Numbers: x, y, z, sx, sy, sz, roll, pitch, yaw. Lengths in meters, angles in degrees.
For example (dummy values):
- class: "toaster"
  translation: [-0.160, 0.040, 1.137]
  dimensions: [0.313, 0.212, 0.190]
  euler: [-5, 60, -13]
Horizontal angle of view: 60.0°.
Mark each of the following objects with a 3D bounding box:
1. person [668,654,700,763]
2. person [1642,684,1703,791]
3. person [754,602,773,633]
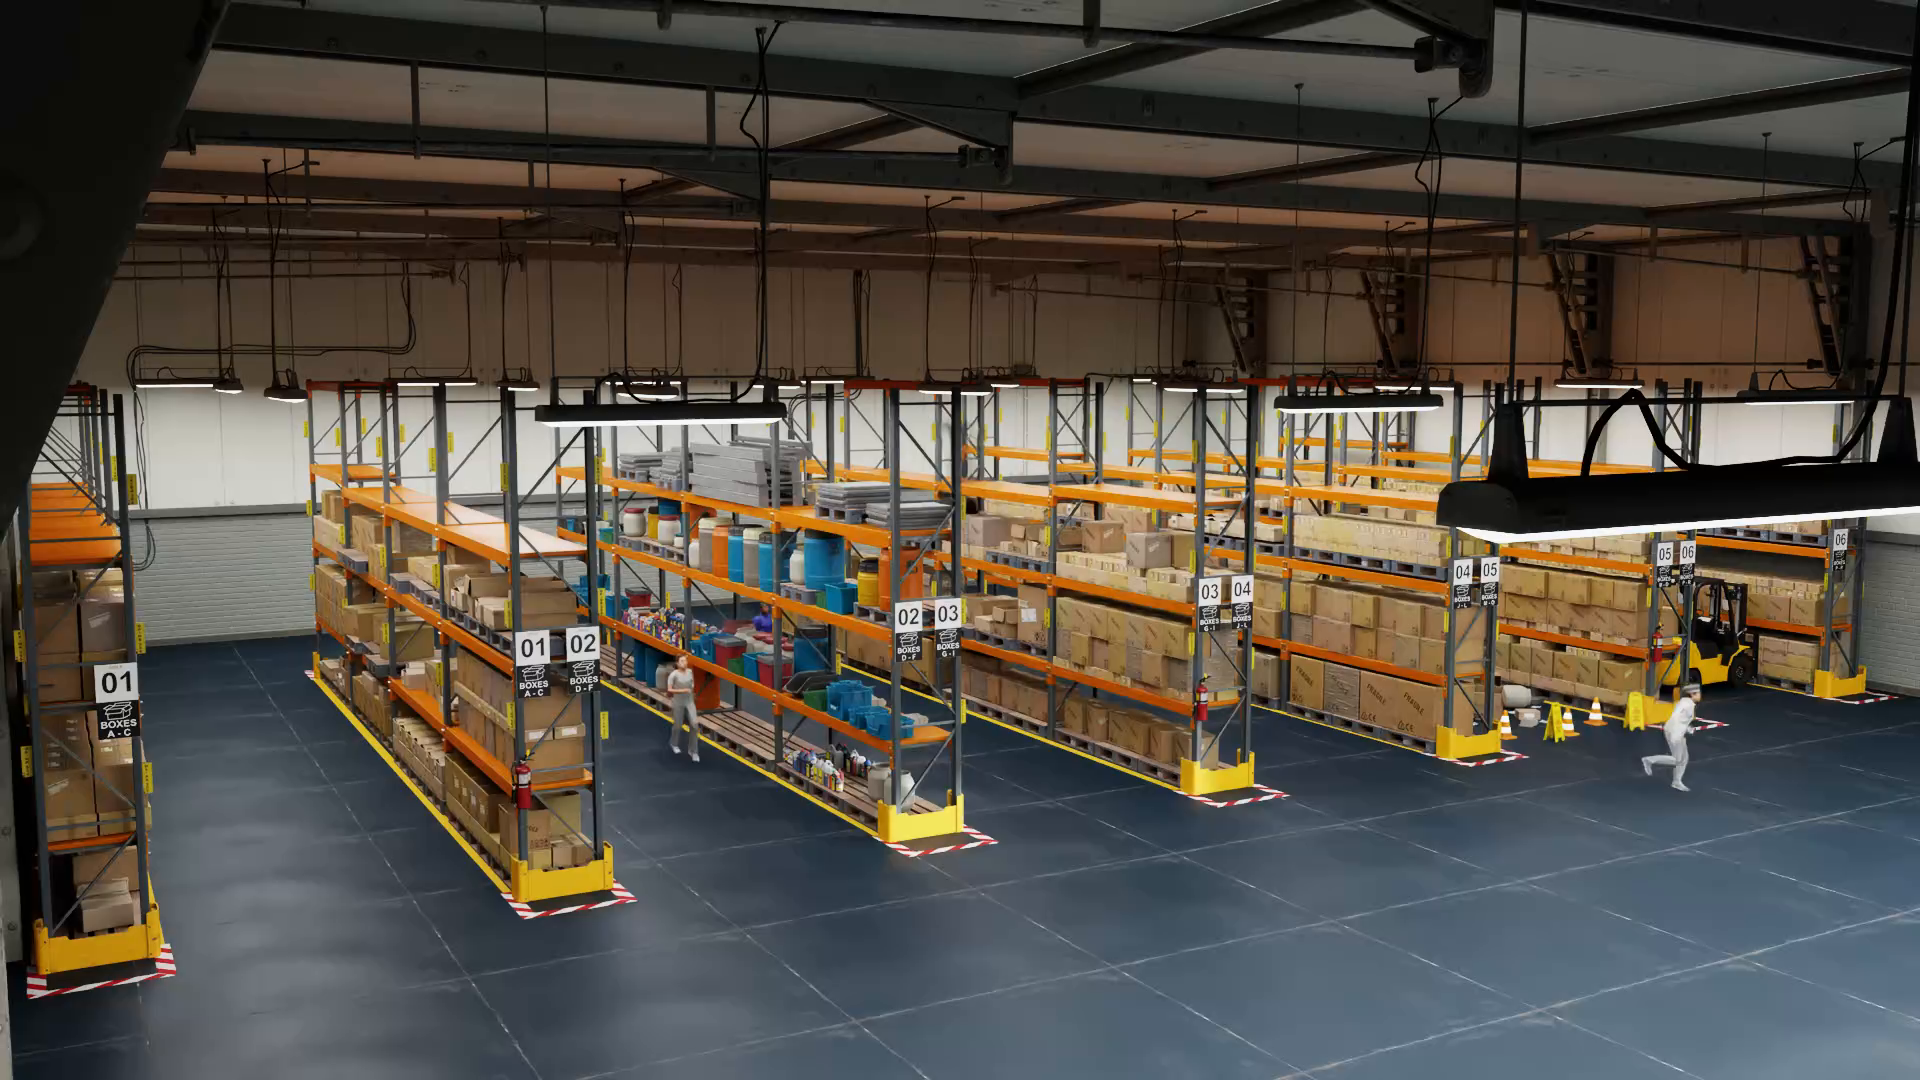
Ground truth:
- class: "person"
  translation: [-4.451, 2.667, 26.640]
  dimensions: [0.550, 1.710, 0.796]
  euler: [-4, 7, -32]
- class: "person"
  translation: [10.614, 2.921, 24.807]
  dimensions: [0.792, 1.627, 0.614]
  euler: [2, 6, 16]
- class: "person"
  translation: [-3.836, 2.023, 32.958]
  dimensions: [0.551, 1.611, 0.663]
  euler: [-5, 8, -38]
